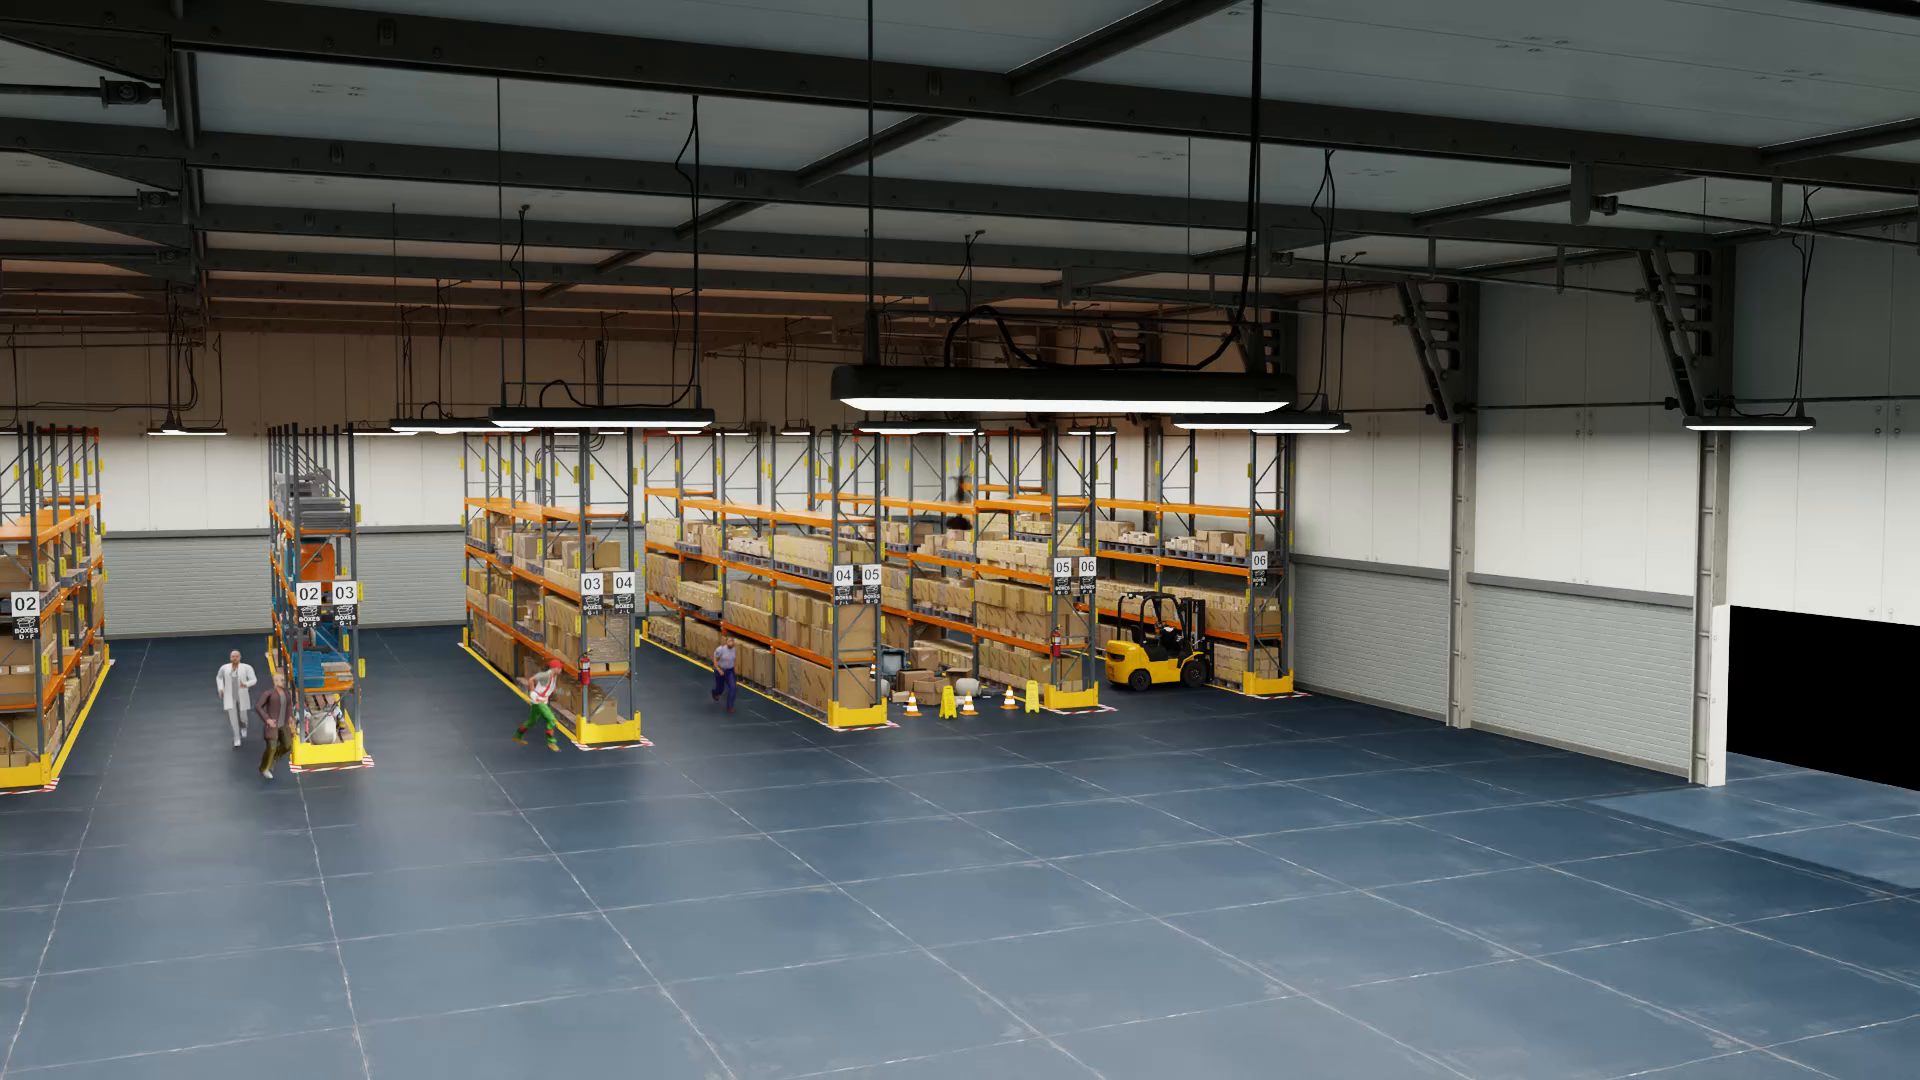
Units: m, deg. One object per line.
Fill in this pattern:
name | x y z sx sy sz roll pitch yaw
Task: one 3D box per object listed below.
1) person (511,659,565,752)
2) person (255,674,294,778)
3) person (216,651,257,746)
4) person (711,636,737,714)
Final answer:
person | -7.747 3.041 30.482 1.051 1.731 0.706 1 4 10
person | -11.591 3.147 28.262 0.560 1.721 0.772 2 4 32
person | -13.524 2.939 31.084 0.711 1.750 0.884 -1 4 -19
person | -4.942 2.811 34.919 0.606 1.646 0.920 -2 4 -34
